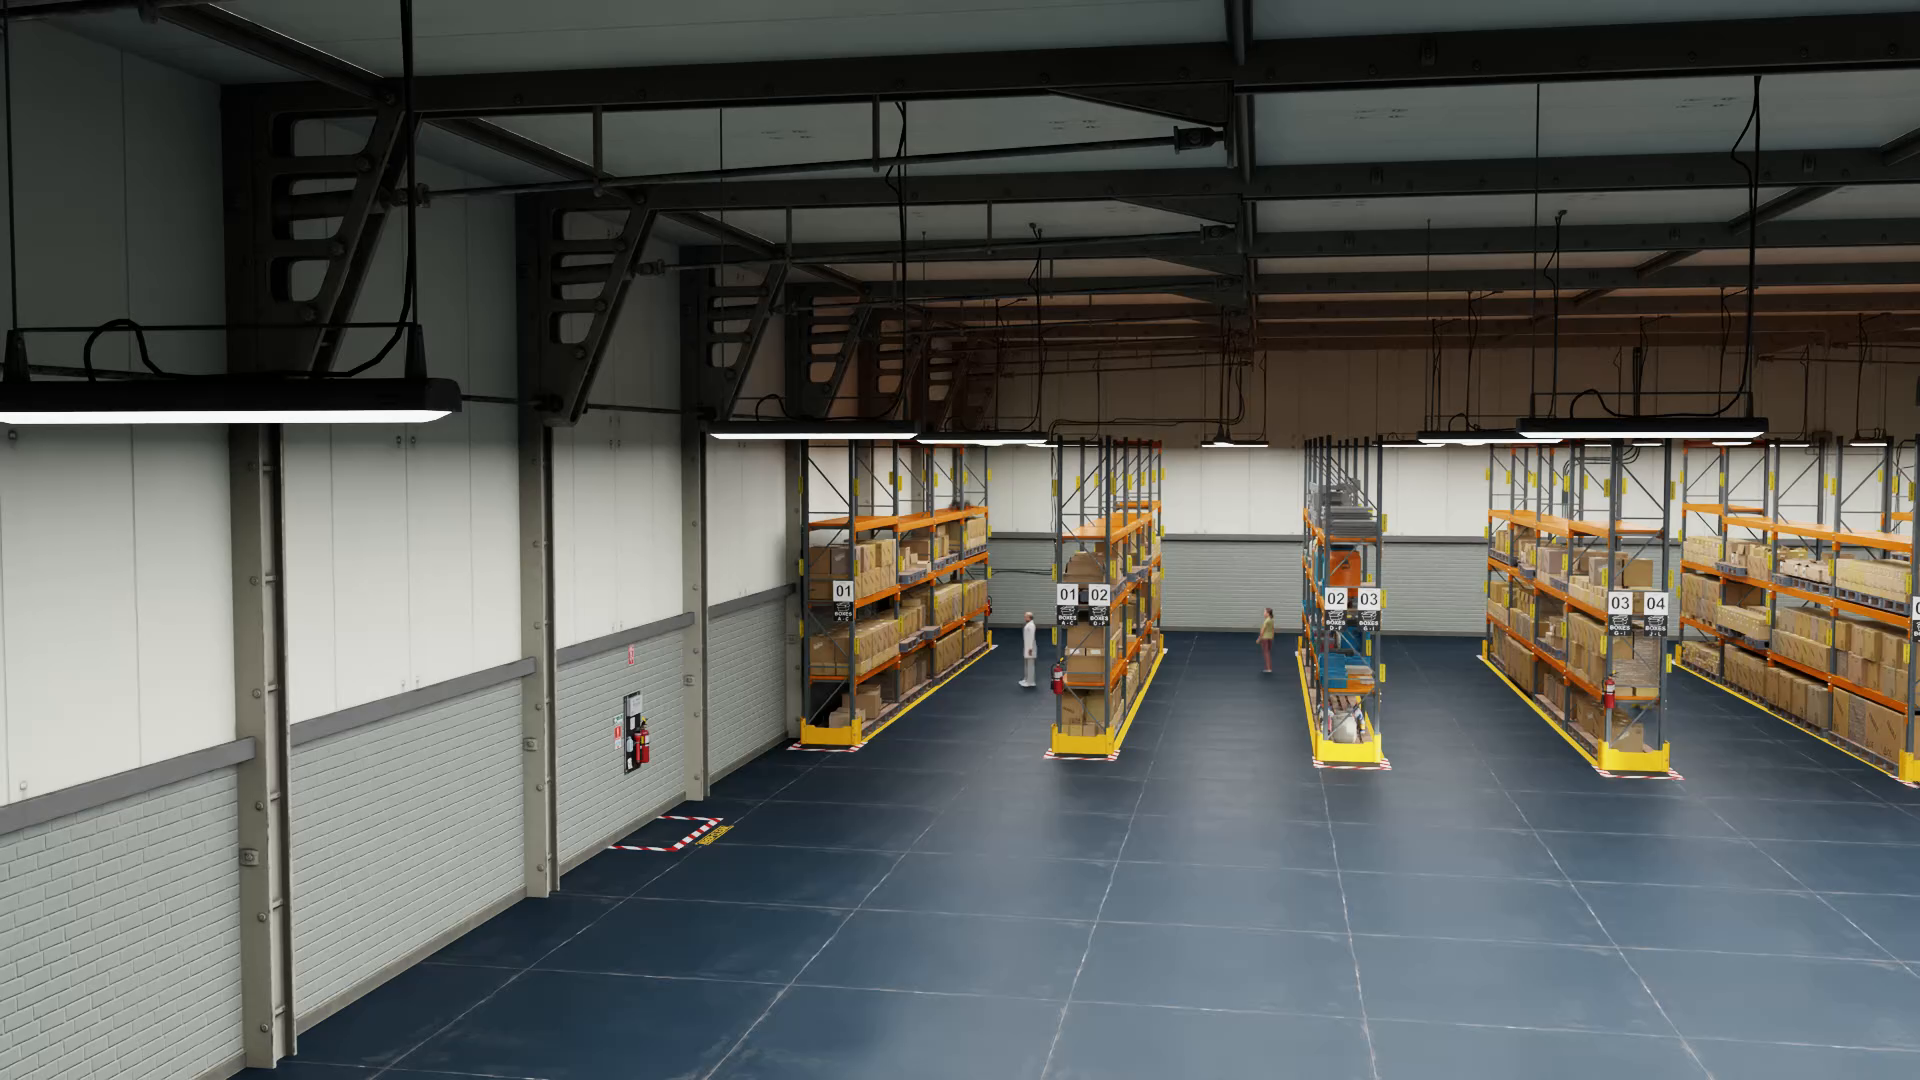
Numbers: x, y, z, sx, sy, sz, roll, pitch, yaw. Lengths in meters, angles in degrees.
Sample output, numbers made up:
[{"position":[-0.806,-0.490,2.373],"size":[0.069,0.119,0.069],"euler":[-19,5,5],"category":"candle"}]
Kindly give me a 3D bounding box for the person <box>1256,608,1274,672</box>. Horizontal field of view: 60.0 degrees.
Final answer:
[{"position":[7.859,2.595,42.732],"size":[0.505,1.720,0.531],"euler":[-2,3,-26],"category":"person"}]

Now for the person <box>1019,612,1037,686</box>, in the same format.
[{"position":[1.649,2.664,40.412],"size":[0.439,1.729,0.639],"euler":[0,3,-3],"category":"person"}]

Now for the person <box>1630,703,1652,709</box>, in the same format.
[{"position":[15.125,2.840,36.837],"size":[0.485,1.762,0.617],"euler":[-1,3,-13],"category":"person"}]
